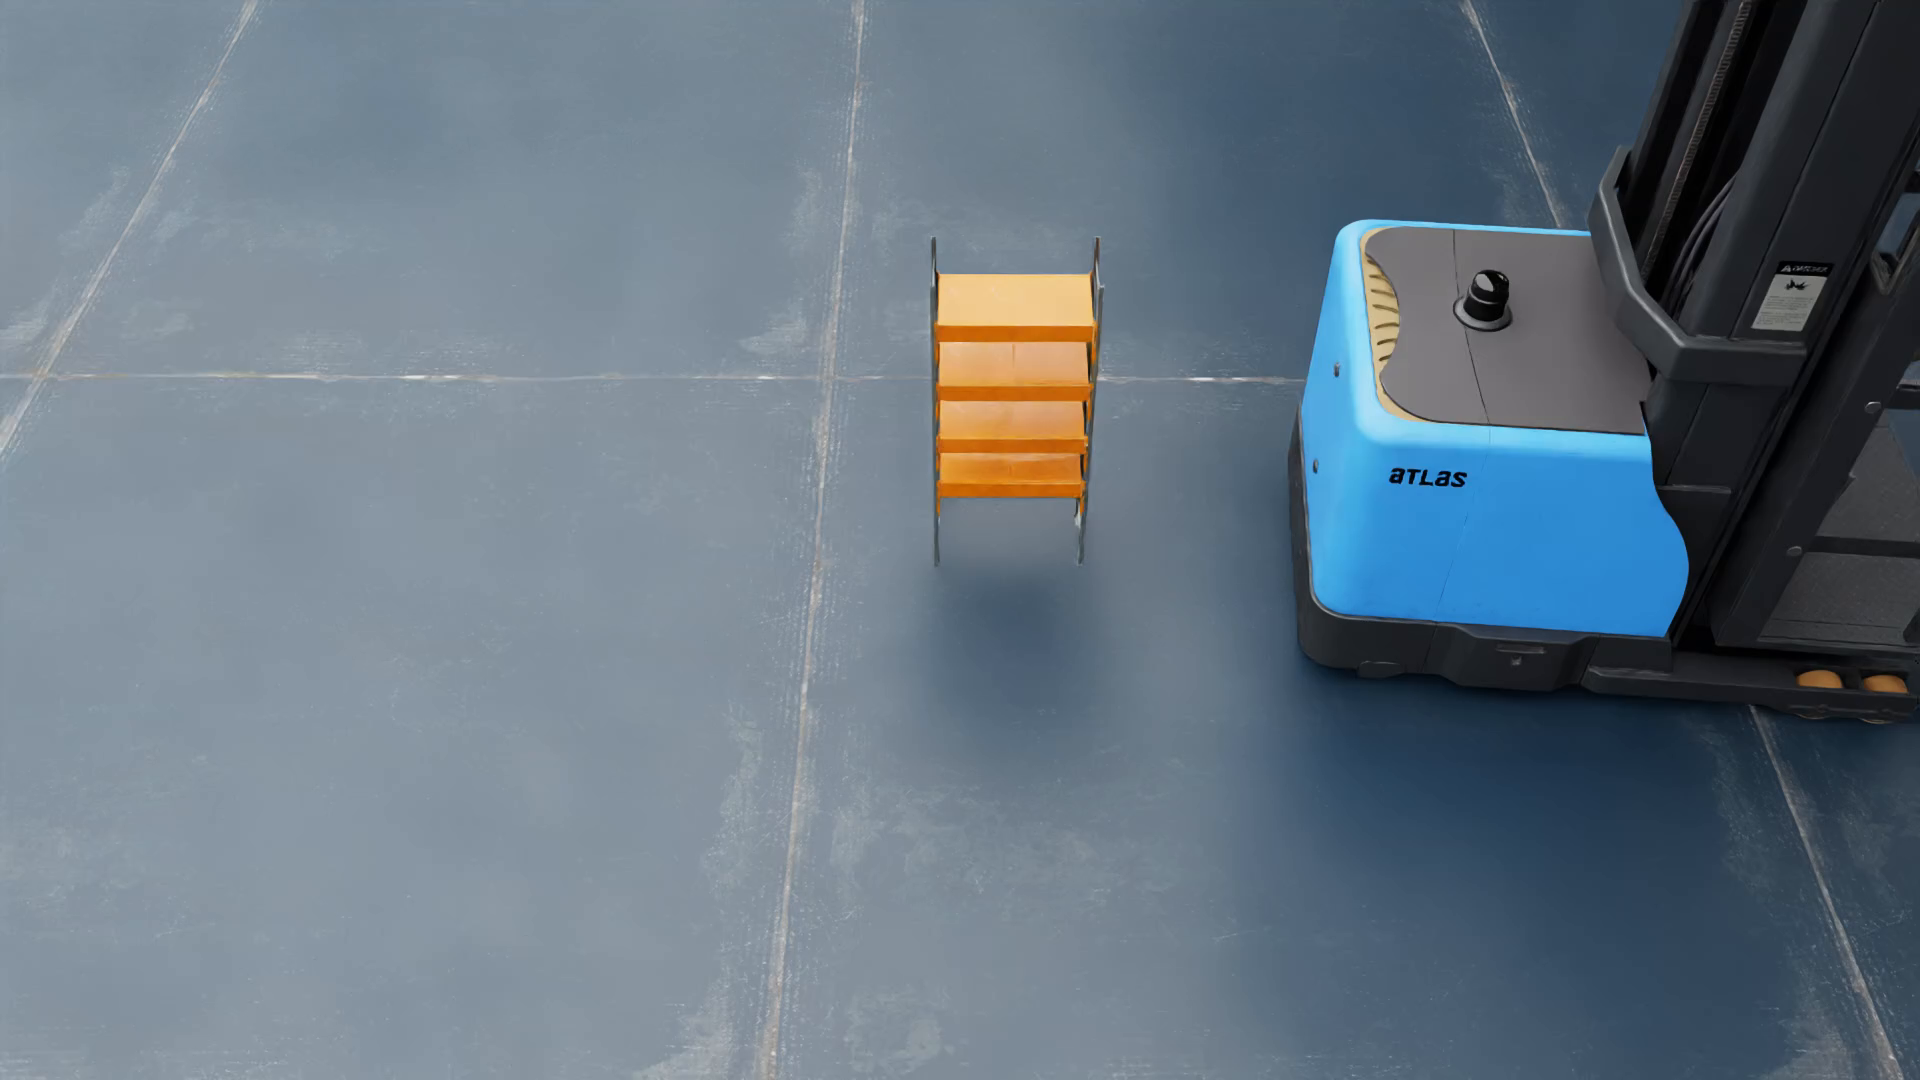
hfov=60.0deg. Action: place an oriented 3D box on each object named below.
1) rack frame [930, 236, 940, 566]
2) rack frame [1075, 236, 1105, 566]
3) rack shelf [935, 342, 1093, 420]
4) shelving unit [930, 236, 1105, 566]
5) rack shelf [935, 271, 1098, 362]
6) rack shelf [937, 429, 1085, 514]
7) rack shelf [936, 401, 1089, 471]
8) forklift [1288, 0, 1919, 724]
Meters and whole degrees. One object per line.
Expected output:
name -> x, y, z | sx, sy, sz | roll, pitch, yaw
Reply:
rack frame -> -0.078, -0.409, 5.311 | 0.015, 1.200, 0.240 | 0, 47, 0
rack frame -> 0.410, -0.408, 5.310 | 0.015, 1.200, 0.240 | 0, 47, 0
rack shelf -> 0.166, -0.515, 5.196 | 0.480, 0.148, 0.258 | 0, 47, 0
shelving unit -> 0.166, -0.408, 5.310 | 0.503, 1.200, 0.258 | 0, 47, 0
rack shelf -> 0.166, -0.676, 5.023 | 0.480, 0.148, 0.258 | 0, 47, 0
rack shelf -> 0.166, -0.227, 5.505 | 0.480, 0.148, 0.258 | 0, 47, 0
rack shelf -> 0.166, -0.362, 5.360 | 0.480, 0.148, 0.258 | 0, 47, 0
forklift -> 2.637, -0.833, 4.523 | 3.031, 2.935, 1.130 | 4, 47, 4
